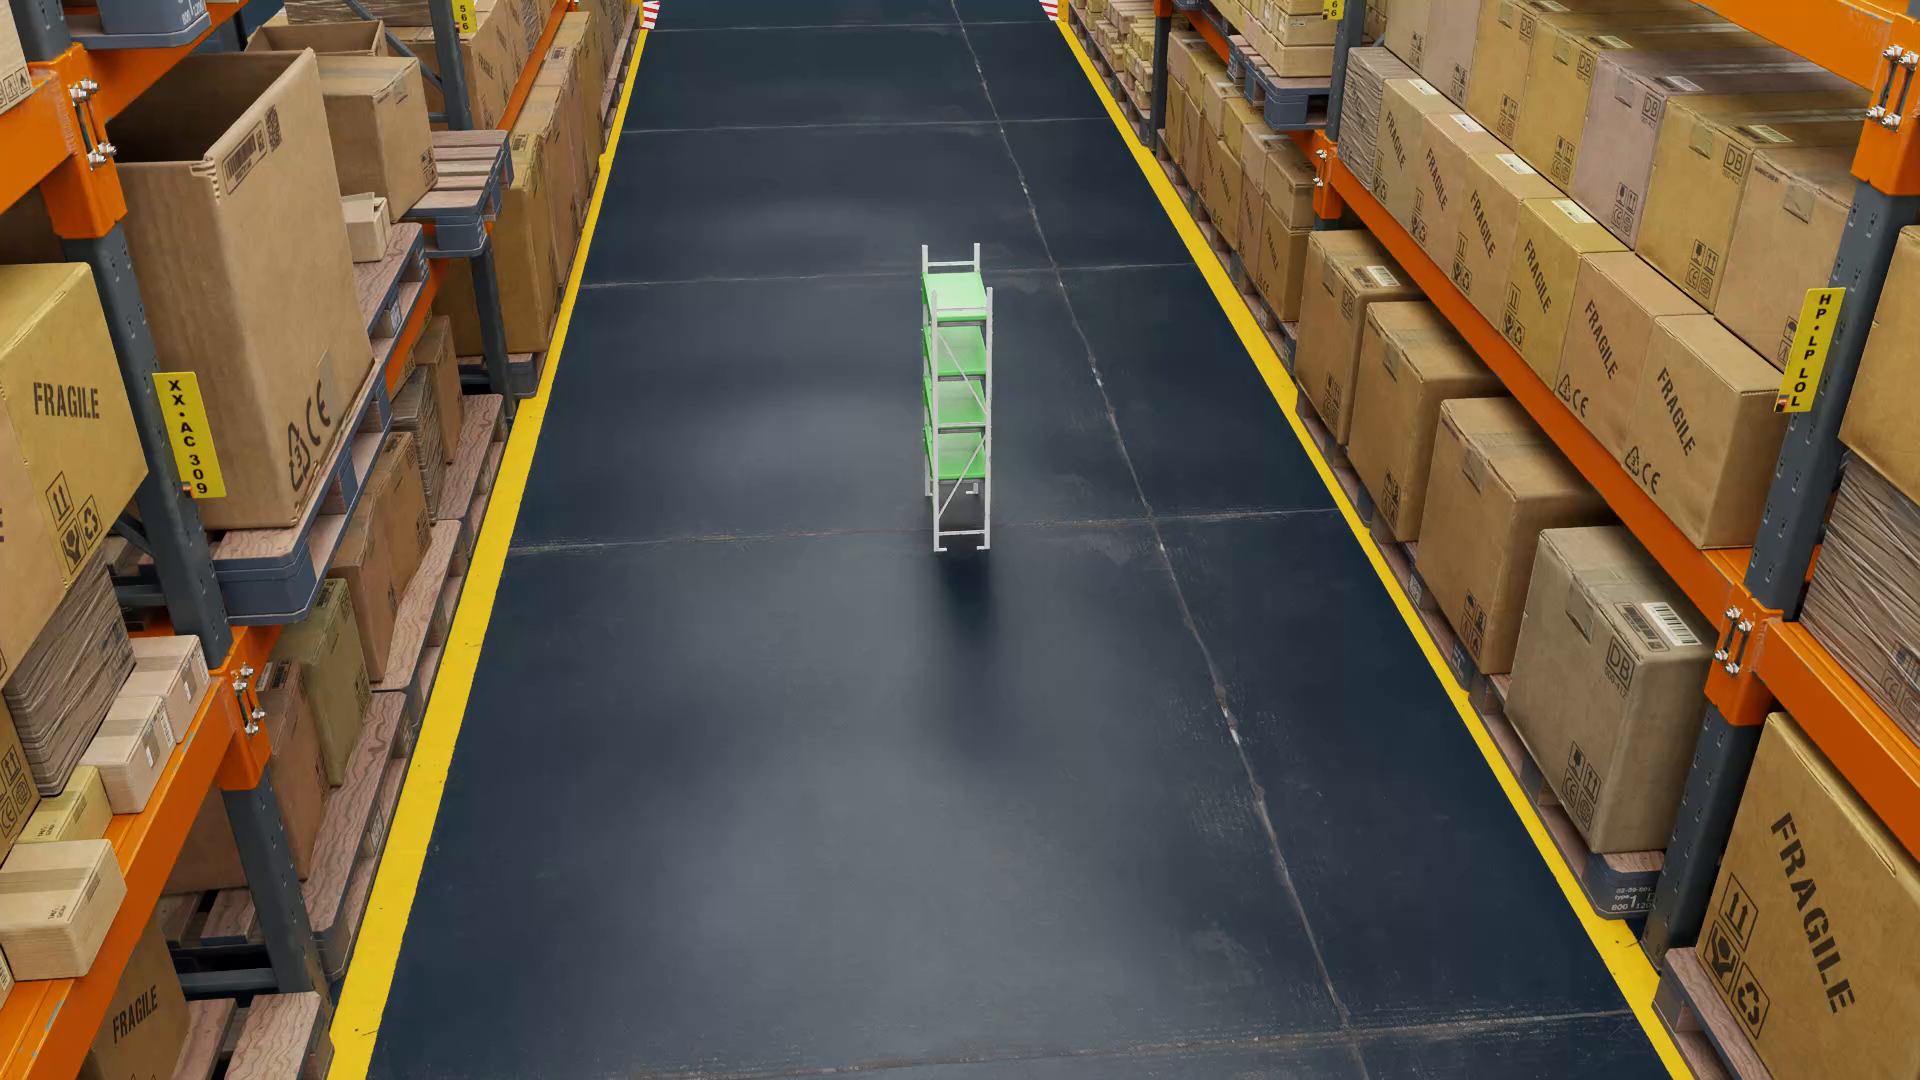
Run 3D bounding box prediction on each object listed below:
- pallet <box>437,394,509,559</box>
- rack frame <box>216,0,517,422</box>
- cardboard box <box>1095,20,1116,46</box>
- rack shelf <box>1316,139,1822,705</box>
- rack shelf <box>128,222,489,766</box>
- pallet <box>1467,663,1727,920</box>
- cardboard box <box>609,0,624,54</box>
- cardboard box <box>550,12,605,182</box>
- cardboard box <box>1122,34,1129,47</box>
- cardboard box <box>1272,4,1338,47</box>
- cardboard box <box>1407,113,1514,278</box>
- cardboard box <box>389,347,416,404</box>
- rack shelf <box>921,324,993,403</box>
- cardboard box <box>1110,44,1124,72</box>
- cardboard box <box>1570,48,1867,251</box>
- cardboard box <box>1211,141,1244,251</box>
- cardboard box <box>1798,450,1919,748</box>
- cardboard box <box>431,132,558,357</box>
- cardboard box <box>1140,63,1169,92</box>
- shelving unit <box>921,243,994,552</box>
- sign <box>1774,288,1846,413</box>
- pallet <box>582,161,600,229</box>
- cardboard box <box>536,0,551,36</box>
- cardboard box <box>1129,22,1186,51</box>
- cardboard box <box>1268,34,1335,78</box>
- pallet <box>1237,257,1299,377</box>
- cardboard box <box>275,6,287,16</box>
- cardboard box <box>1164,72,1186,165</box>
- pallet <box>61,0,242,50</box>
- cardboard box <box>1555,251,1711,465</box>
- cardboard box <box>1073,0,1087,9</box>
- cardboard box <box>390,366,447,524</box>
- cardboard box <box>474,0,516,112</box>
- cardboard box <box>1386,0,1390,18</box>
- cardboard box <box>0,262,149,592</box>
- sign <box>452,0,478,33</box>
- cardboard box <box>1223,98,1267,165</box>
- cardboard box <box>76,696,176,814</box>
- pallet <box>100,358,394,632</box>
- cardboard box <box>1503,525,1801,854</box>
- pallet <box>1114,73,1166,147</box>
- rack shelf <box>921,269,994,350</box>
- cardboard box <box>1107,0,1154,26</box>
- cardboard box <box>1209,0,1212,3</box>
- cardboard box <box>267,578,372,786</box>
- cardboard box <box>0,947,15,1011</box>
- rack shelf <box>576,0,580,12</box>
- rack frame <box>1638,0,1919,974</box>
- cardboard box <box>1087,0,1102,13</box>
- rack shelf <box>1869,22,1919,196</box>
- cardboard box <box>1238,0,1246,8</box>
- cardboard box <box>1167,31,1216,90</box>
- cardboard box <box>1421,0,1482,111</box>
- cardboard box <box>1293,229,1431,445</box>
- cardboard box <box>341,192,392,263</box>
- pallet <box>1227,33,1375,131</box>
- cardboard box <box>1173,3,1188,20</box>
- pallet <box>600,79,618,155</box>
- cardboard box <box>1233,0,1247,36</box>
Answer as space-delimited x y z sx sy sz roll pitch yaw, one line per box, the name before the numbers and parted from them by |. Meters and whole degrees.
pallet | -2.644 -0.286 7.523 1.003 0.211 1.213 -3 31 -5
rack frame | -2.716 -1.882 7.476 1.000 3.000 0.127 -3 31 -5
cardboard box | 1.321 -4.177 13.689 0.380 0.149 0.250 -4 31 -7
rack shelf | 2.419 -0.739 6.263 1.077 0.370 4.000 -3 31 -5
rack shelf | -2.529 -0.553 5.951 1.077 0.370 4.000 -3 31 -5
pallet | 2.459 0.781 5.737 1.003 0.211 1.213 -3 31 -5
cardboard box | -3.239 -4.447 13.433 0.875 0.875 0.875 -3 31 -5
cardboard box | -3.010 -2.867 10.787 1.225 0.875 0.875 -3 31 -4
cardboard box | 1.463 -3.876 12.894 0.380 0.149 0.250 -2 31 -3
cardboard box | 1.733 -2.499 8.054 0.380 0.149 0.250 -2 31 -4
cardboard box | 2.102 -1.352 6.491 0.500 0.500 0.500 -3 31 -5
cardboard box | -2.564 -0.709 6.789 0.500 0.250 0.500 1 31 1
rack shelf | -0.015 -0.751 6.994 0.258 0.148 0.480 -3 31 -5
cardboard box | 1.386 -3.779 13.023 0.380 0.149 0.250 -3 31 -5
cardboard box | 2.457 -1.272 5.382 0.700 0.500 0.500 -3 31 -4
cardboard box | 1.800 -2.034 9.758 0.500 0.500 0.500 -4 31 -7
cardboard box | 2.652 0.097 4.016 0.875 0.550 0.550 -3 31 -5
cardboard box | -2.759 -1.504 8.505 1.225 0.875 0.875 -4 31 -7
cardboard box | 1.512 -3.340 11.998 0.380 0.149 0.250 -2 31 -4
shelving unit | -0.015 -0.600 7.084 0.258 1.200 0.503 -3 31 -5
sign | 2.066 -0.458 4.040 0.100 0.325 0.005 -3 31 -5
pallet | -2.942 -2.337 10.957 1.003 0.211 1.213 -3 31 -5
cardboard box | -2.679 -3.223 9.622 0.500 0.500 0.500 -3 31 -5
cardboard box | 1.472 -3.747 12.388 0.380 0.149 0.250 -3 31 -5
cardboard box | 1.728 -2.371 8.129 0.380 0.149 0.250 -2 31 -4
pallet | 2.161 -1.270 9.171 1.003 0.211 1.213 -3 31 -5
cardboard box | -3.049 -2.420 8.279 0.500 0.500 0.500 -3 31 -5
cardboard box | 1.663 -2.828 11.087 0.500 0.500 0.500 -2 31 -3
pallet | -2.294 -1.368 3.873 1.213 0.211 1.003 -3 31 -5
cardboard box | 2.244 -0.581 5.200 0.500 0.500 0.500 -3 31 -5
cardboard box | 1.215 -4.826 14.776 0.380 0.149 0.250 -2 31 -4
cardboard box | -2.569 -0.374 6.960 0.700 0.500 0.500 -5 31 -9
cardboard box | -2.541 -2.450 8.329 0.500 0.500 0.500 -4 31 -6
cardboard box | 2.359 -2.663 8.329 0.380 0.149 0.250 -1 31 -2
cardboard box | -2.026 -0.224 3.337 0.500 0.500 0.500 -3 31 -5
sign | -2.176 -2.376 7.251 0.100 0.325 0.005 -3 31 -5
cardboard box | 1.817 -2.352 9.559 0.500 0.250 0.500 -2 31 -3
cardboard box | -2.015 0.491 3.747 0.380 0.149 0.250 -3 31 -5
pallet | -2.268 -0.155 4.772 1.003 0.211 1.213 -3 31 -5
cardboard box | 2.458 0.447 5.361 1.050 0.750 0.750 -3 31 -5
pallet | 1.760 -3.255 12.493 1.003 0.211 1.213 -3 31 -5
rack shelf | -0.015 -0.957 6.870 0.258 0.148 0.480 -3 31 -5
cardboard box | 1.371 -4.154 13.070 0.380 0.149 0.250 -4 31 -6
cardboard box | 1.585 -3.165 9.459 0.380 0.149 0.250 -4 31 -7
cardboard box | -2.404 0.485 5.521 0.700 0.500 0.500 -3 31 -5
cardboard box | -2.025 0.878 3.100 0.380 0.149 0.250 -3 31 -5
rack shelf | -3.276 -4.637 12.789 1.077 0.370 4.000 -3 31 -5
rack frame | 2.606 -0.026 4.369 1.000 3.000 0.127 -3 31 -5
cardboard box | 1.274 -4.558 14.036 0.380 0.149 0.250 -2 31 -3
rack shelf | 2.793 0.016 2.075 1.077 0.370 4.000 -3 31 -5
cardboard box | 1.656 -2.897 8.721 0.380 0.149 0.250 -3 31 -4
cardboard box | 1.664 -3.150 10.895 0.500 0.250 0.500 -4 31 -7
cardboard box | 2.313 -2.053 6.689 0.700 0.500 0.500 -3 31 -5
cardboard box | 2.199 -0.968 7.729 1.050 0.750 0.750 -3 31 -5
cardboard box | -2.291 -1.167 6.000 0.396 0.266 0.258 -4 31 -6
pallet | 2.059 -2.345 8.438 1.213 0.211 1.003 -3 31 -5
cardboard box | 1.896 -4.180 13.113 0.380 0.149 0.250 -4 31 -7
pallet | -3.083 -3.120 12.267 1.003 0.211 1.213 -3 31 -5
cardboard box | 1.663 -2.756 8.775 0.380 0.149 0.250 -3 31 -5
